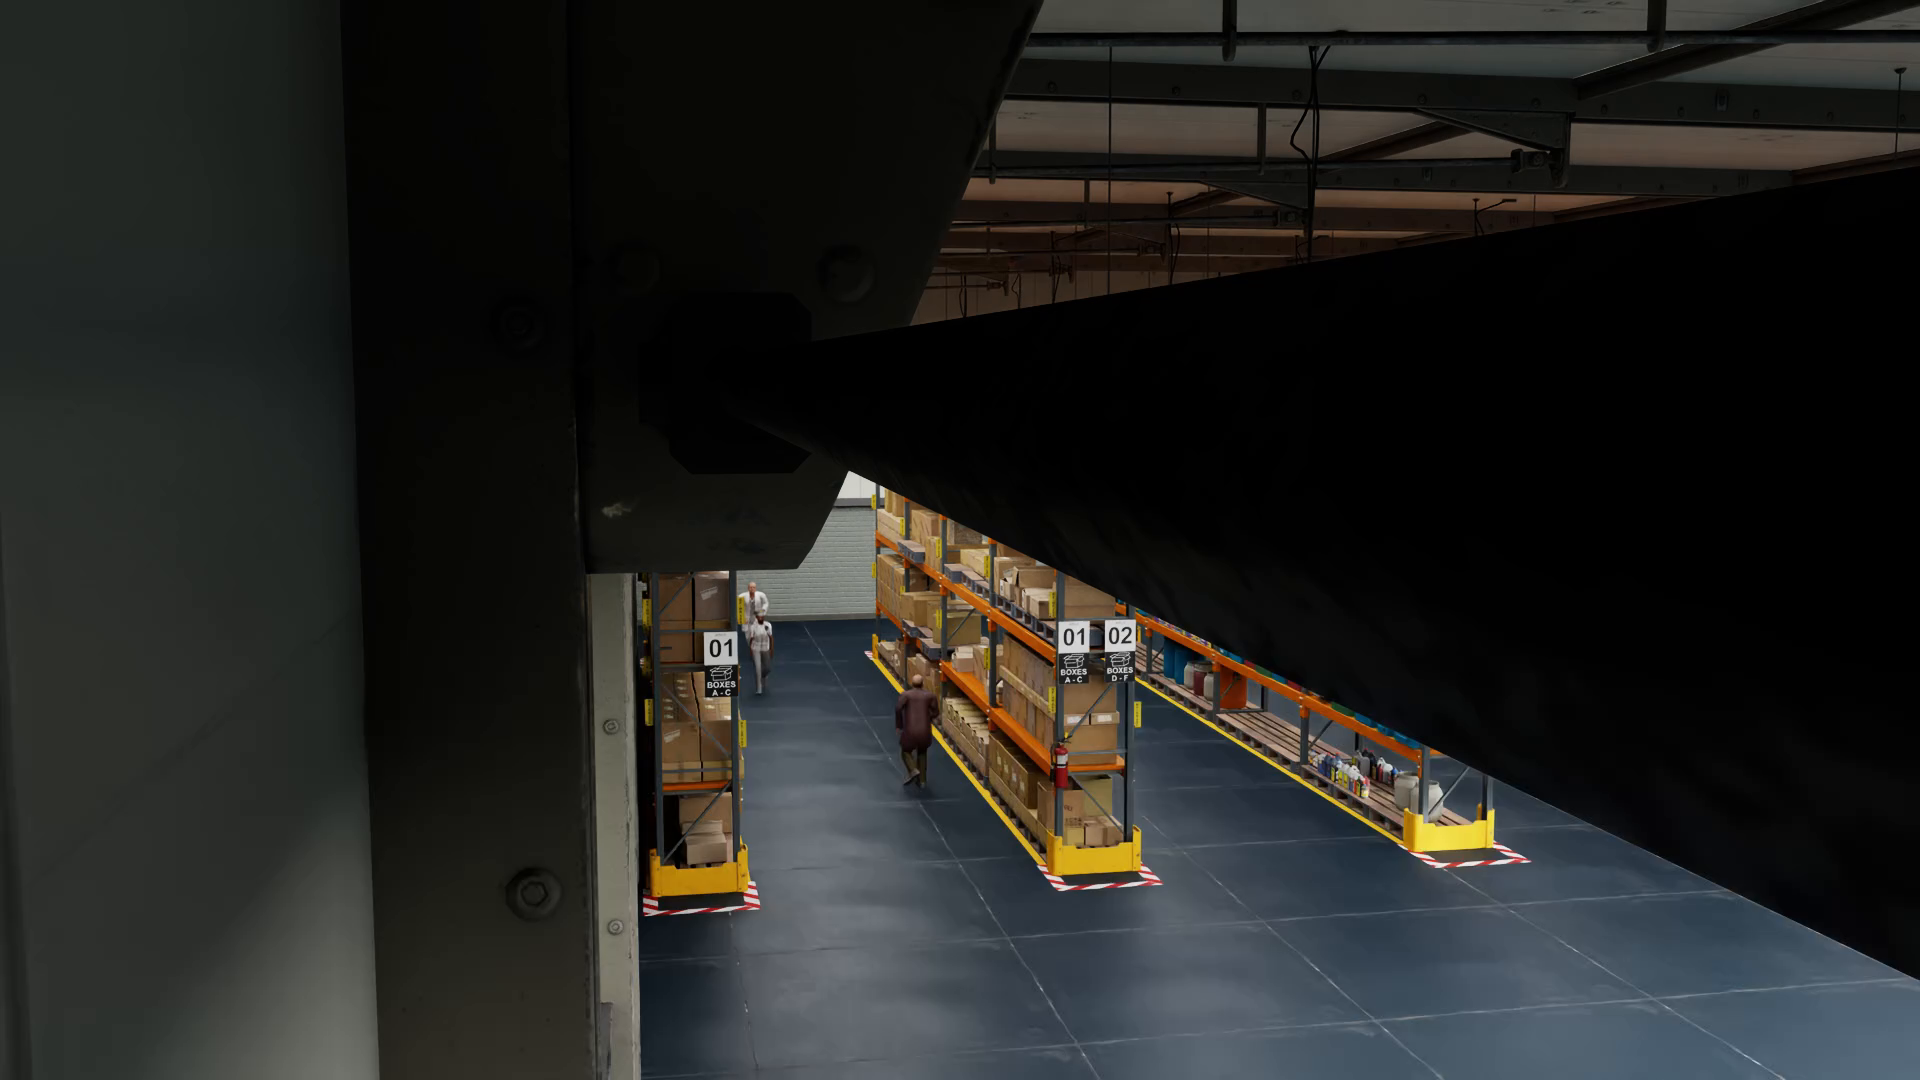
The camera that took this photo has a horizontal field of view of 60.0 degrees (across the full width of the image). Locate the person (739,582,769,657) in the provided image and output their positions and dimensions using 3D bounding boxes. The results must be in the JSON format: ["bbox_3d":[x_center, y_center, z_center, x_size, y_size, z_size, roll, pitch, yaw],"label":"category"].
[{"bbox_3d":[-4.573,1.794,36.590,0.722,1.593,0.638,0,6,-4],"label":"person"}]

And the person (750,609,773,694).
[{"bbox_3d":[-3.908,2.145,32.688,0.457,1.641,0.863,-1,6,-14],"label":"person"}]

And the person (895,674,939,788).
[{"bbox_3d":[-0.647,2.900,25.356,0.698,1.679,0.830,-1,6,-11],"label":"person"}]
